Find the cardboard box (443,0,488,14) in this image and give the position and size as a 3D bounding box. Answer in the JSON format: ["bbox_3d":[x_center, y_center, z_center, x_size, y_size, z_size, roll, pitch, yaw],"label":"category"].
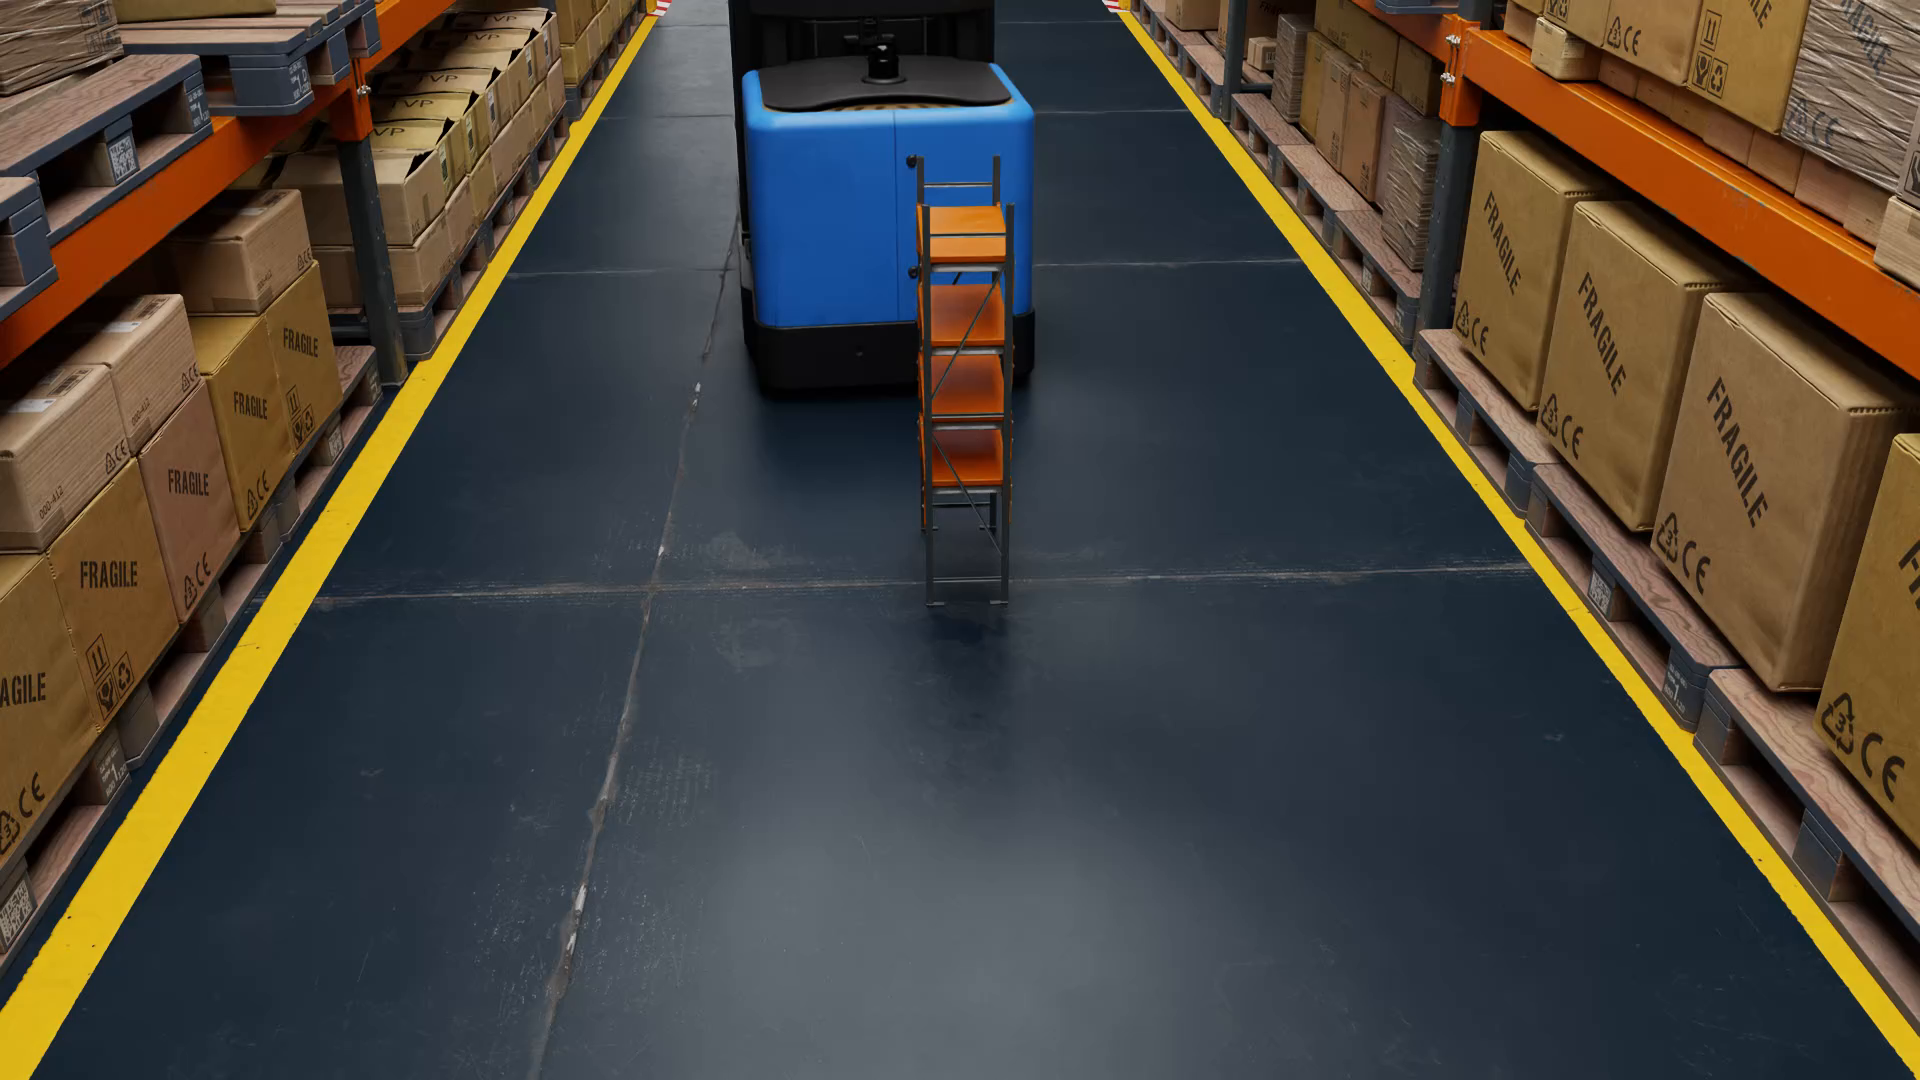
[{"bbox_3d":[-3.104,-3.512,10.448,0.500,0.500,0.500,-1,28,-3],"label":"cardboard box"}]

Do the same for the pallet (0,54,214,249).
[{"bbox_3d":[-2.533,-0.942,4.020,1.003,0.211,1.213,-1,28,-3],"label":"pallet"}]

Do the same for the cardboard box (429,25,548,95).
[{"bbox_3d":[-2.507,-2.568,8.842,0.500,0.311,0.500,-1,28,-1],"label":"cardboard box"}]

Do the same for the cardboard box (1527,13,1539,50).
[{"bbox_3d":[2.098,-1.670,5.457,0.380,0.149,0.250,-1,28,-2],"label":"cardboard box"}]

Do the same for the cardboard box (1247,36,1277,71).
[{"bbox_3d":[2.041,-3.079,10.497,0.380,0.166,0.250,-5,28,-9],"label":"cardboard box"}]

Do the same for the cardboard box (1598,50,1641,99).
[{"bbox_3d":[2.164,-1.432,5.001,0.380,0.149,0.250,-2,28,-3],"label":"cardboard box"}]

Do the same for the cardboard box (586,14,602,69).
[{"bbox_3d":[-2.590,-3.192,10.645,0.500,0.250,0.500,-1,28,-3],"label":"cardboard box"}]

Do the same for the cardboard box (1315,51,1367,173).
[{"bbox_3d":[2.218,-2.167,8.388,0.700,0.500,0.500,-1,28,-2],"label":"cardboard box"}]

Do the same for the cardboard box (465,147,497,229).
[{"bbox_3d":[-2.433,-1.613,7.618,0.500,0.250,0.500,-2,28,-4],"label":"cardboard box"}]

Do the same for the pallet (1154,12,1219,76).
[{"bbox_3d":[1.962,-3.531,11.792,1.003,0.211,1.213,-1,28,-3],"label":"pallet"}]

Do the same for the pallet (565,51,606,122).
[{"bbox_3d":[-2.847,-2.904,10.590,1.003,0.211,1.213,-1,28,-3],"label":"pallet"}]

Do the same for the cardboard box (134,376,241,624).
[{"bbox_3d":[-2.295,-0.104,4.433,0.500,0.500,0.500,-2,28,-5],"label":"cardboard box"}]

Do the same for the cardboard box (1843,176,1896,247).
[{"bbox_3d":[2.192,-0.718,3.632,0.380,0.149,0.250,-1,28,-3],"label":"cardboard box"}]

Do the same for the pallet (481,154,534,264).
[{"bbox_3d":[-2.703,-1.632,8.150,1.003,0.211,1.213,-1,28,-3],"label":"pallet"}]

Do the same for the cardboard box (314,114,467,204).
[{"bbox_3d":[-2.409,-1.632,7.048,0.500,0.311,0.500,-2,28,-4],"label":"cardboard box"}]

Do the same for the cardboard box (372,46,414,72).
[{"bbox_3d":[-3.026,-2.321,8.369,0.500,0.311,0.500,-2,28,-4],"label":"cardboard box"}]

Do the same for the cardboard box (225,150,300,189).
[{"bbox_3d":[-2.912,-1.377,6.558,0.500,0.311,0.500,-1,28,-1],"label":"cardboard box"}]

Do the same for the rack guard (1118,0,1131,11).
[{"bbox_3d":[1.894,-4.597,13.524,1.175,0.500,0.348,-1,28,-3],"label":"rack guard"}]

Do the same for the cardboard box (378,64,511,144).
[{"bbox_3d":[-2.460,-2.105,7.955,0.500,0.311,0.500,-2,28,-3],"label":"cardboard box"}]

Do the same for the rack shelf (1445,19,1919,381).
[{"bbox_3d":[2.412,-0.804,4.325,1.077,0.370,4.000,-1,28,-3],"label":"rack shelf"}]

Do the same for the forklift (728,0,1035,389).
[{"bbox_3d":[-0.437,-2.515,6.902,1.130,2.935,3.031,-4,28,-7],"label":"forklift"}]

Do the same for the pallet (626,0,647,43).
[{"bbox_3d":[-2.975,-4.031,12.750,1.003,0.211,1.213,-1,28,-3],"label":"pallet"}]

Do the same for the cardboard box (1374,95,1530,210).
[{"bbox_3d":[2.308,-1.705,7.503,0.700,0.500,0.500,-1,28,-3],"label":"cardboard box"}]

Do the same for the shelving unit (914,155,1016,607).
[{"bbox_3d":[0.009,-0.456,4.826,0.258,1.200,0.503,-1,28,-3],"label":"shelving unit"}]

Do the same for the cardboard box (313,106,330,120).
[{"bbox_3d":[-2.969,-1.850,7.465,0.500,0.311,0.500,-2,28,-3],"label":"cardboard box"}]

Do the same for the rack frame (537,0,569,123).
[{"bbox_3d":[-2.848,-3.772,9.239,1.000,3.000,0.127,-1,28,-3],"label":"rack frame"}]

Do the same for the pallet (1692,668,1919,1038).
[{"bbox_3d":[2.401,0.683,3.712,1.003,0.211,1.213,-1,28,-3],"label":"pallet"}]

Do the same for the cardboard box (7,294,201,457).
[{"bbox_3d":[-2.291,-0.420,4.227,0.500,0.250,0.500,-2,28,-4],"label":"cardboard box"}]

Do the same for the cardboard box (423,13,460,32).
[{"bbox_3d":[-3.075,-2.791,9.270,0.500,0.311,0.500,-1,28,-2],"label":"cardboard box"}]

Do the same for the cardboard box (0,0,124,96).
[{"bbox_3d":[-2.636,-1.440,4.206,0.700,0.500,0.500,4,28,7],"label":"cardboard box"}]

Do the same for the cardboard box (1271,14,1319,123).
[{"bbox_3d":[2.154,-2.641,9.297,0.700,0.500,0.500,0,28,-1],"label":"cardboard box"}]

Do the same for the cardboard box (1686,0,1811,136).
[{"bbox_3d":[2.156,-1.289,4.027,0.500,0.500,0.500,-1,28,-1],"label":"cardboard box"}]

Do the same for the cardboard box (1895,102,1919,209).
[{"bbox_3d":[2.205,-0.827,3.140,0.500,0.500,0.500,-1,28,-2],"label":"cardboard box"}]

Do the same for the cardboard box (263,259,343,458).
[{"bbox_3d":[-2.355,-0.585,5.356,0.500,0.500,0.500,0,28,-1],"label":"cardboard box"}]

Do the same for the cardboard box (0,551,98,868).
[{"bbox_3d":[-2.251,0.360,3.543,0.500,0.500,0.500,-1,28,-2],"label":"cardboard box"}]

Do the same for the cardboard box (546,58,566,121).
[{"bbox_3d":[-2.536,-2.555,9.424,0.500,0.250,0.500,-2,28,-3],"label":"cardboard box"}]

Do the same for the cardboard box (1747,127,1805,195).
[{"bbox_3d":[2.192,-0.956,4.090,0.380,0.149,0.250,-1,28,-1],"label":"cardboard box"}]

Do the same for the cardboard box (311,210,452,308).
[{"bbox_3d":[-2.373,-1.141,6.713,0.500,0.250,0.500,-1,28,-3],"label":"cardboard box"}]

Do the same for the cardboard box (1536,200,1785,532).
[{"bbox_3d":[2.255,-0.532,4.897,0.750,0.750,0.750,-2,28,-3],"label":"cardboard box"}]

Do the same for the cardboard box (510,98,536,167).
[{"bbox_3d":[-2.485,-2.085,8.523,0.500,0.250,0.500,-1,28,-2],"label":"cardboard box"}]

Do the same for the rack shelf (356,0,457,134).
[{"bbox_3d":[-2.743,-2.530,7.634,1.077,0.370,4.000,-1,28,-3],"label":"rack shelf"}]

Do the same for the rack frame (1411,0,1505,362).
[{"bbox_3d":[2.308,-2.046,5.930,1.000,3.000,0.127,-1,28,-3],"label":"rack frame"}]

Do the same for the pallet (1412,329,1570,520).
[{"bbox_3d":[2.274,-0.444,5.873,1.003,0.211,1.213,-1,28,-3],"label":"pallet"}]

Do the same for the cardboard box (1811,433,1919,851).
[{"bbox_3d":[2.353,0.271,3.357,0.750,0.750,0.750,-1,28,-2],"label":"cardboard box"}]

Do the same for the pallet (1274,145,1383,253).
[{"bbox_3d":[2.208,-1.733,8.344,1.003,0.211,1.213,-1,28,-3],"label":"pallet"}]

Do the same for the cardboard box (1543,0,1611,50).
[{"bbox_3d":[2.096,-1.759,4.927,0.500,0.500,0.500,0,28,-1],"label":"cardboard box"}]

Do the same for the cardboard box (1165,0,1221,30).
[{"bbox_3d":[1.855,-3.903,11.716,0.700,0.500,0.500,-3,28,-6],"label":"cardboard box"}]

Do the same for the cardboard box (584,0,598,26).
[{"bbox_3d":[-2.593,-3.524,10.472,0.500,0.500,0.500,-1,28,-3],"label":"cardboard box"}]

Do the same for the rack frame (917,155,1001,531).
[{"bbox_3d":[-0.004,-0.568,5.042,0.240,1.200,0.015,-1,28,-3],"label":"rack frame"}]

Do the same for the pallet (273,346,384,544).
[{"bbox_3d":[-2.637,-0.343,5.679,1.003,0.211,1.213,-1,28,-3],"label":"pallet"}]

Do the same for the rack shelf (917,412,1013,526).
[{"bbox_3d":[0.009,-0.220,4.949,0.258,0.148,0.480,-1,28,-3],"label":"rack shelf"}]

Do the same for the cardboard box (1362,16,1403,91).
[{"bbox_3d":[2.219,-2.299,7.830,0.500,0.250,0.500,-2,28,-3],"label":"cardboard box"}]

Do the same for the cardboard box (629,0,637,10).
[{"bbox_3d":[-2.695,-4.115,12.416,0.500,0.250,0.500,-1,28,-3],"label":"cardboard box"}]

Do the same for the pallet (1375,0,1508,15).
[{"bbox_3d":[2.164,-2.288,6.600,1.213,0.211,1.003,-1,28,-3],"label":"pallet"}]

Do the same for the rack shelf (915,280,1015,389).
[{"bbox_3d":[0.009,-0.594,4.754,0.258,0.148,0.480,-1,28,-3],"label":"rack shelf"}]

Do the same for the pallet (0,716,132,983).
[{"bbox_3d":[-2.510,0.784,3.519,1.003,0.211,1.213,-1,28,-3],"label":"pallet"}]

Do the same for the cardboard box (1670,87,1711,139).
[{"bbox_3d":[2.189,-1.193,4.543,0.380,0.149,0.250,-1,28,-2],"label":"cardboard box"}]

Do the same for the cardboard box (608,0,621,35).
[{"bbox_3d":[-2.643,-3.654,11.531,0.500,0.250,0.500,-1,28,-3],"label":"cardboard box"}]

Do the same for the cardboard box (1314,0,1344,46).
[{"bbox_3d":[2.181,-2.770,8.734,0.500,0.250,0.500,-2,28,-4],"label":"cardboard box"}]

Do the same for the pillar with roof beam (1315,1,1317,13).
[{"bbox_3d":[-1.508,-7.994,10.847,9.100,9.000,0.400,-1,28,-3],"label":"pillar with roof beam"}]
